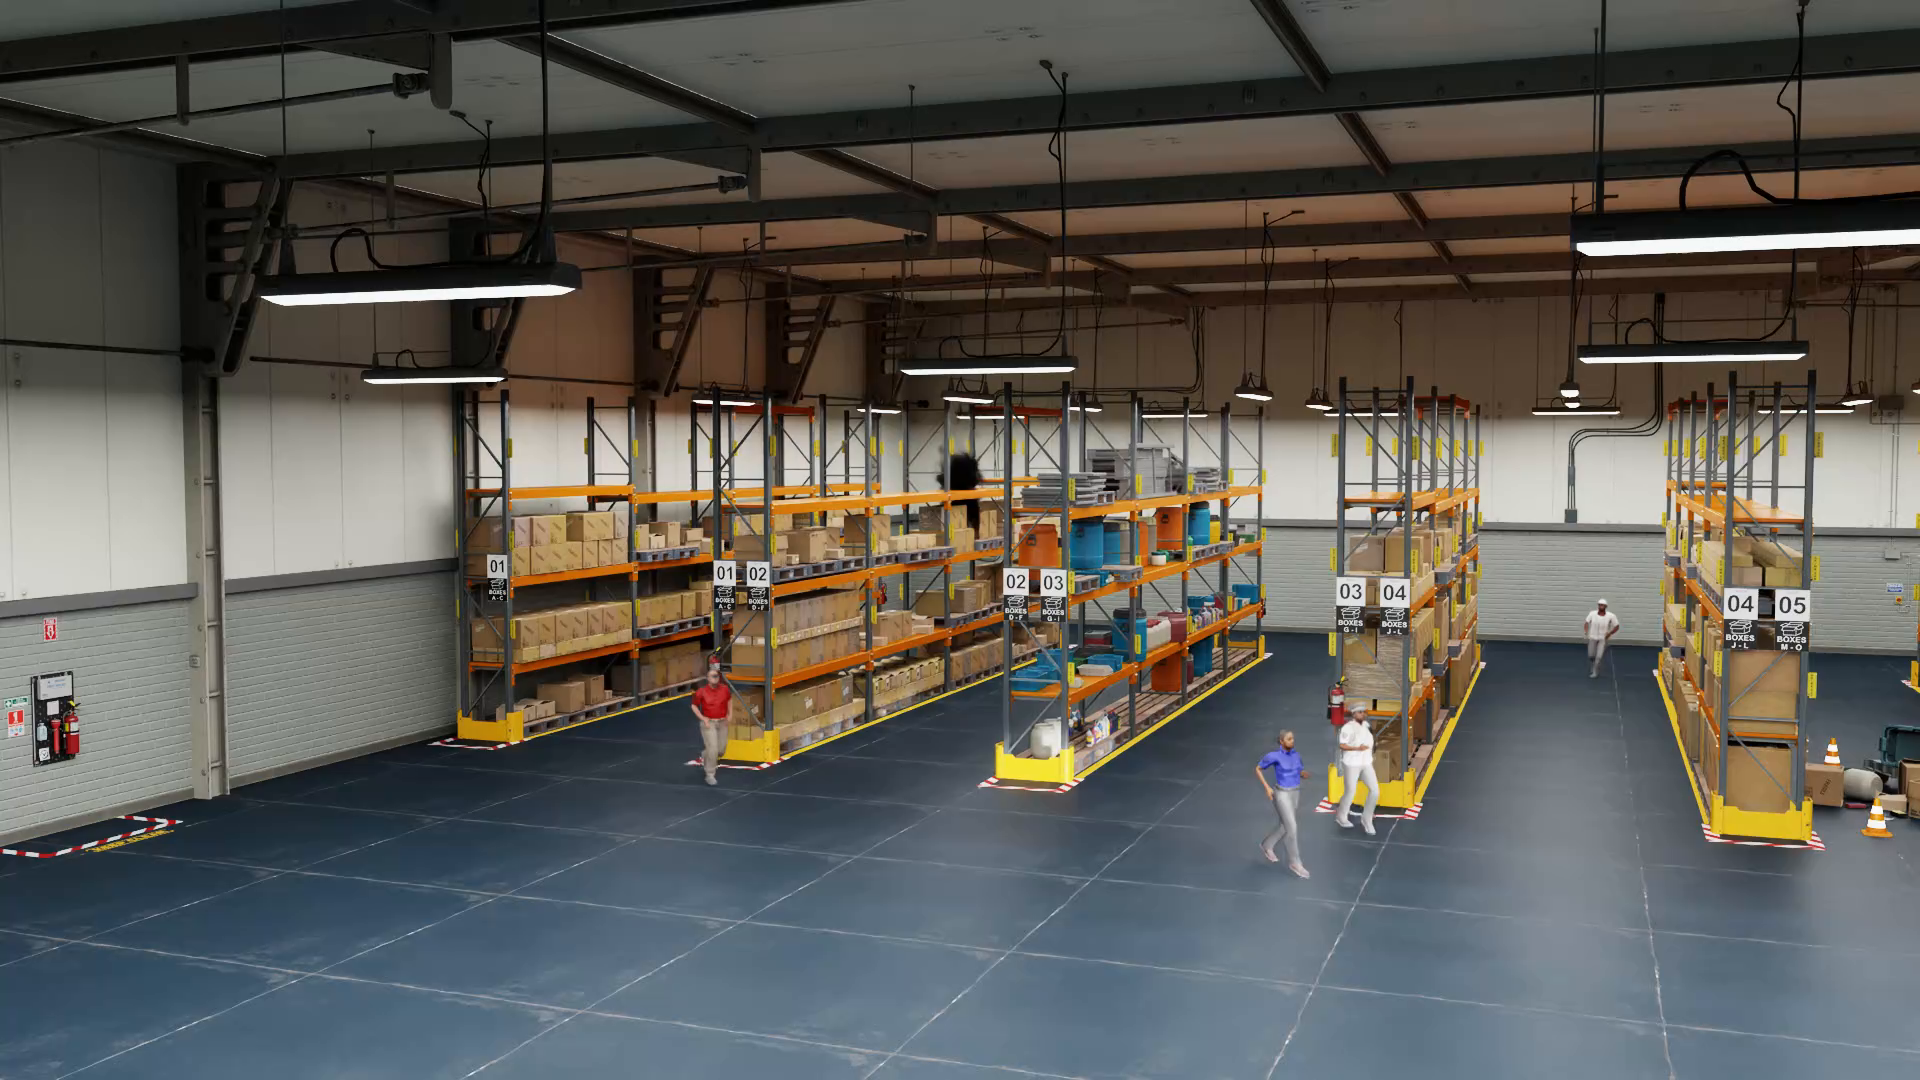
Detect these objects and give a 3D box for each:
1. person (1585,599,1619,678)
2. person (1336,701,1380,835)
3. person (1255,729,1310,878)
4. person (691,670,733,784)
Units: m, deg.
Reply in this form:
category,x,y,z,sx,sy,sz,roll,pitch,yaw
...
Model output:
category,x,y,z,sx,sy,sz,roll,pitch,yaw
person,14.028,2.149,36.368,0.724,1.722,0.589,2,4,36
person,5.191,2.972,21.680,0.577,1.754,0.662,-1,3,-21
person,3.843,3.074,19.683,0.561,1.684,0.879,-2,4,-38
person,-3.740,2.790,25.049,0.675,1.715,0.676,-2,4,-32
